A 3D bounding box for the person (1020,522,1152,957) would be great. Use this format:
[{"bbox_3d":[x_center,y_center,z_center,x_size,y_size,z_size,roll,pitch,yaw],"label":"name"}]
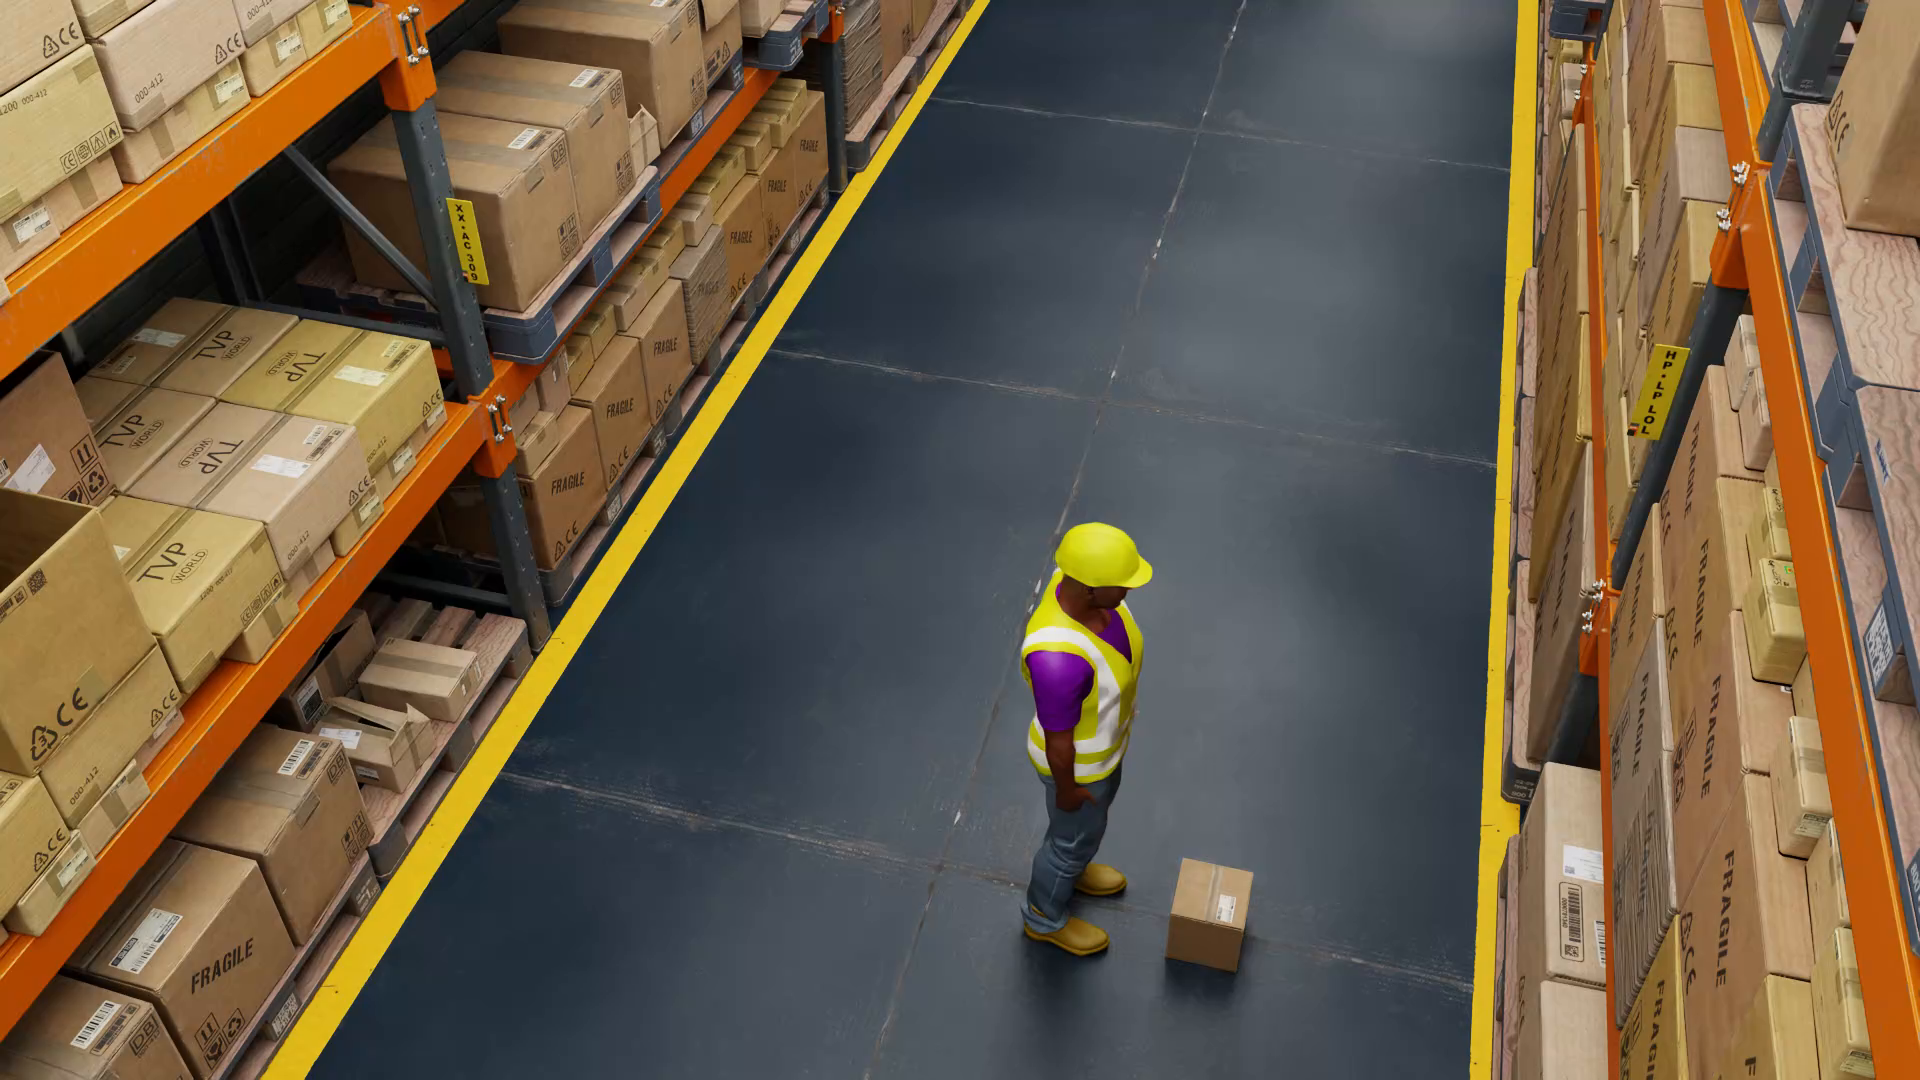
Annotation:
[{"bbox_3d":[0.396,0.636,5.404,0.362,1.762,0.566,11,42,12],"label":"person"}]
